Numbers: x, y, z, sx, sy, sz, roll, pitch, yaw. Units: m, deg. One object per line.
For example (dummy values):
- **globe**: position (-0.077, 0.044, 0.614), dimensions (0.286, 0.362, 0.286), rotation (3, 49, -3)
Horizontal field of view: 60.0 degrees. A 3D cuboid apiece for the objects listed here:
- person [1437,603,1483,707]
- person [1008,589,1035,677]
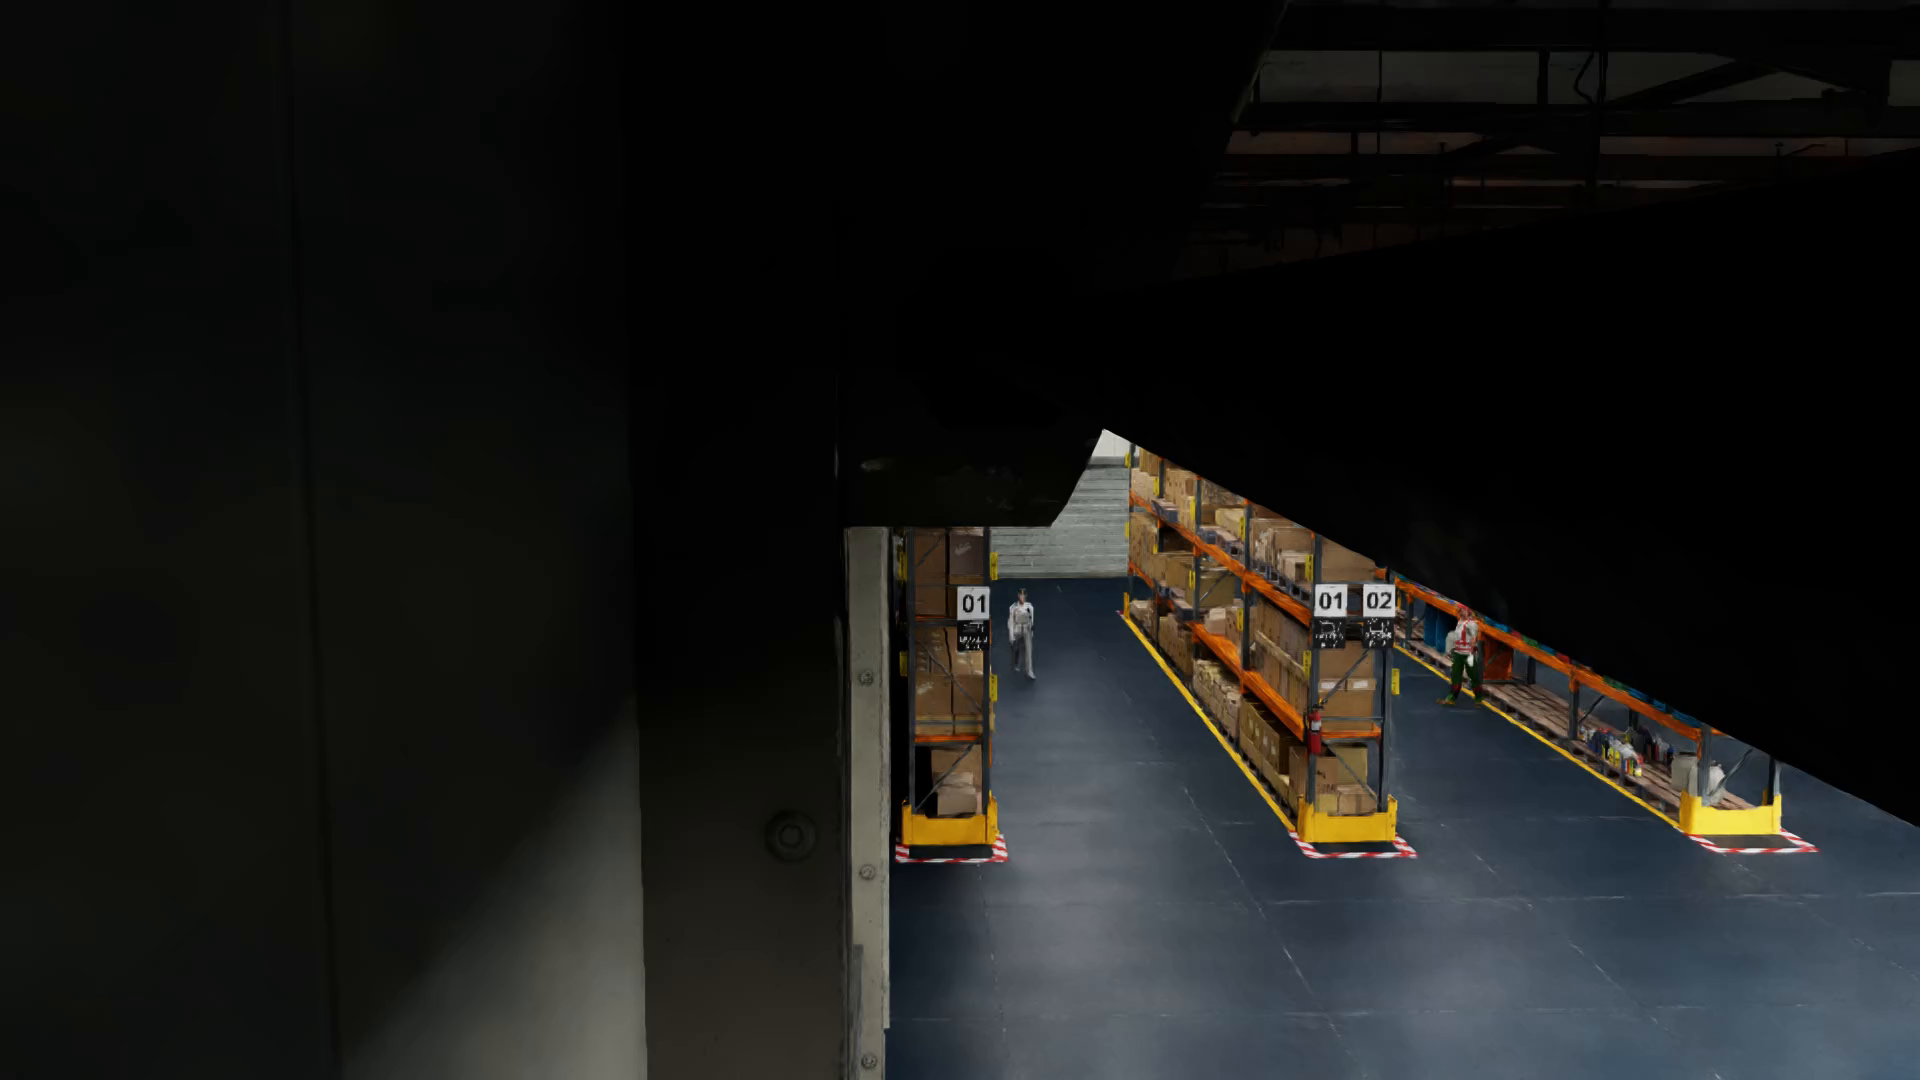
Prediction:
- **person**: position (8.389, 1.888, 27.842), dimensions (0.662, 1.785, 0.787), rotation (-2, 8, -14)
- **person**: position (1.112, 1.655, 30.197), dimensions (0.497, 1.586, 1.075), rotation (-1, 7, -5)
